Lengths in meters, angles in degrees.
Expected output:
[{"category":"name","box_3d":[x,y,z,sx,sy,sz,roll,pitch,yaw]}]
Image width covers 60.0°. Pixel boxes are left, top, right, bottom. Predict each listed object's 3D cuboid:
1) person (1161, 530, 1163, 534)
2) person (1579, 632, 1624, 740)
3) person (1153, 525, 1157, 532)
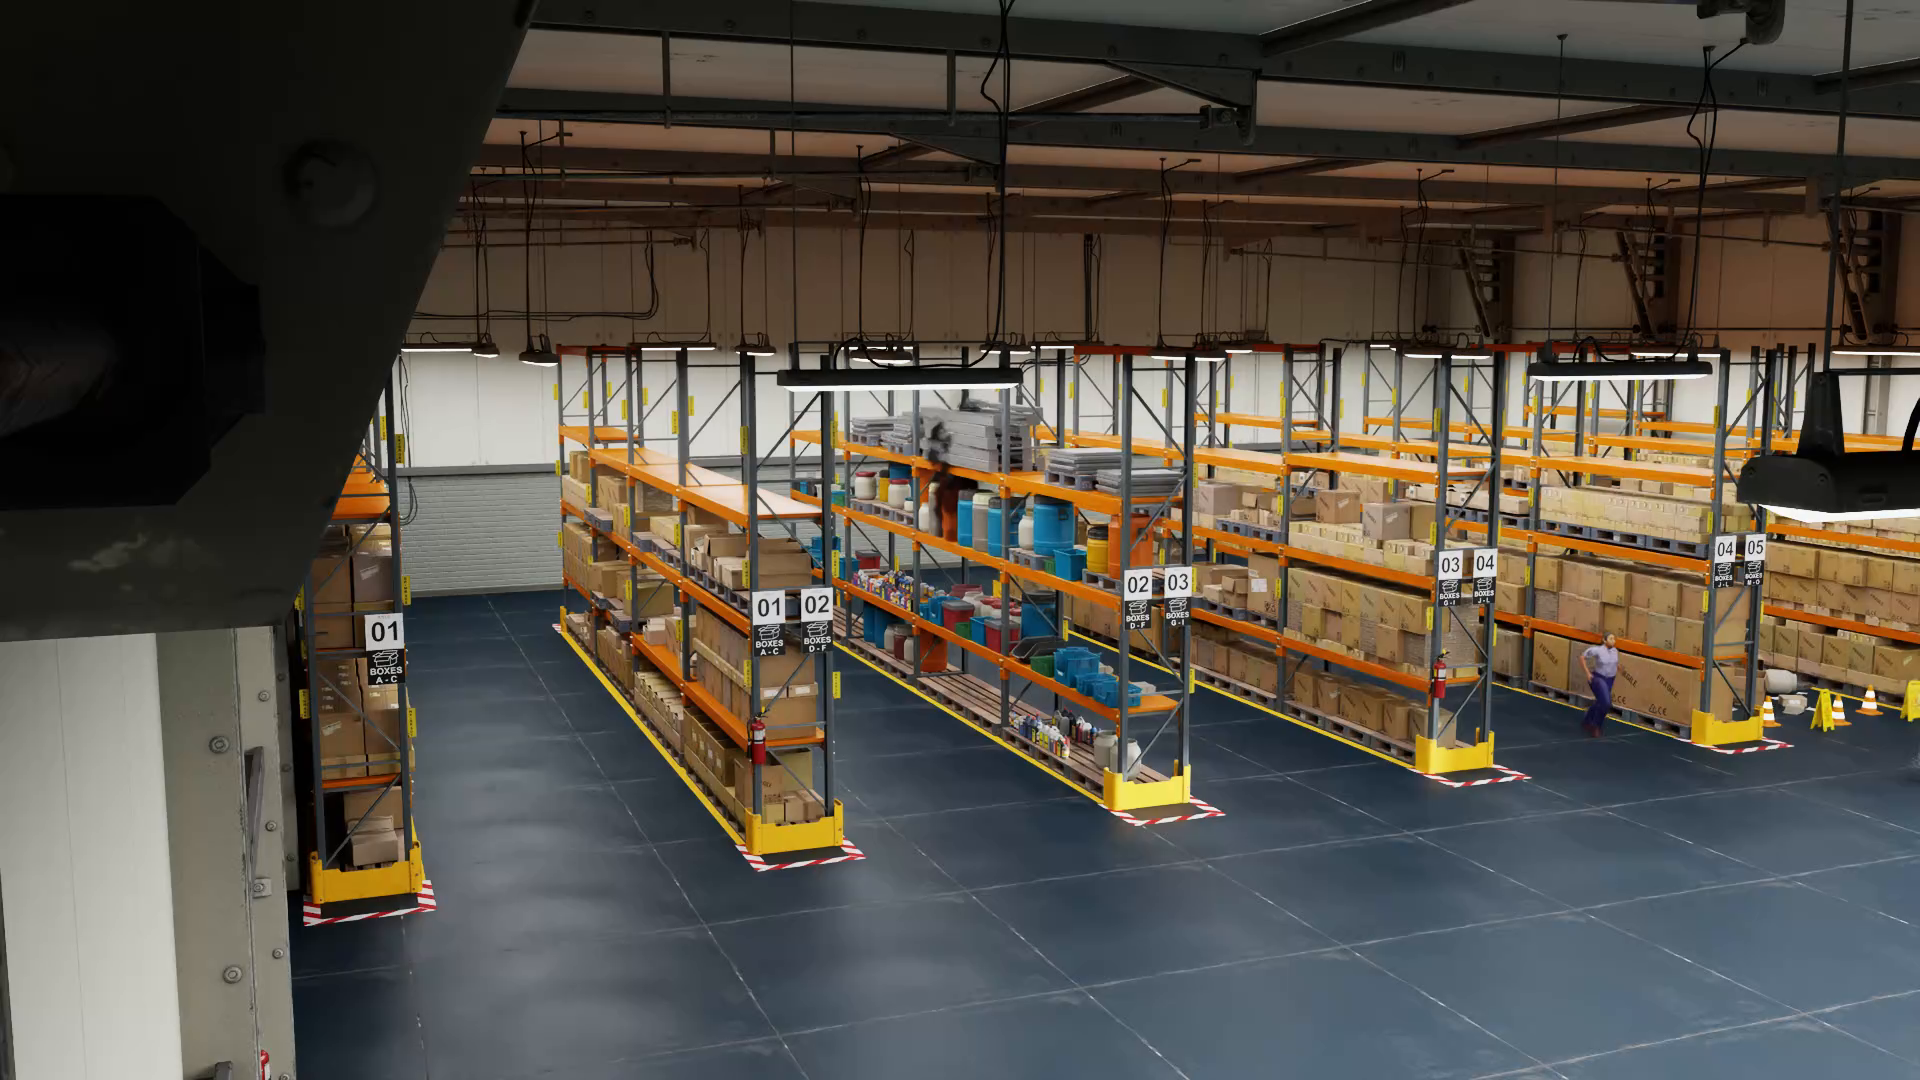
[{"category":"person","box_3d":[4.744,0.568,38.662,0.661,1.704,0.606,-2,7,-13]},{"category":"person","box_3d":[10.026,2.262,25.951,0.603,1.673,0.706,-4,8,-28]},{"category":"person","box_3d":[4.529,0.462,39.517,0.736,1.781,0.973,0,7,-1]}]
